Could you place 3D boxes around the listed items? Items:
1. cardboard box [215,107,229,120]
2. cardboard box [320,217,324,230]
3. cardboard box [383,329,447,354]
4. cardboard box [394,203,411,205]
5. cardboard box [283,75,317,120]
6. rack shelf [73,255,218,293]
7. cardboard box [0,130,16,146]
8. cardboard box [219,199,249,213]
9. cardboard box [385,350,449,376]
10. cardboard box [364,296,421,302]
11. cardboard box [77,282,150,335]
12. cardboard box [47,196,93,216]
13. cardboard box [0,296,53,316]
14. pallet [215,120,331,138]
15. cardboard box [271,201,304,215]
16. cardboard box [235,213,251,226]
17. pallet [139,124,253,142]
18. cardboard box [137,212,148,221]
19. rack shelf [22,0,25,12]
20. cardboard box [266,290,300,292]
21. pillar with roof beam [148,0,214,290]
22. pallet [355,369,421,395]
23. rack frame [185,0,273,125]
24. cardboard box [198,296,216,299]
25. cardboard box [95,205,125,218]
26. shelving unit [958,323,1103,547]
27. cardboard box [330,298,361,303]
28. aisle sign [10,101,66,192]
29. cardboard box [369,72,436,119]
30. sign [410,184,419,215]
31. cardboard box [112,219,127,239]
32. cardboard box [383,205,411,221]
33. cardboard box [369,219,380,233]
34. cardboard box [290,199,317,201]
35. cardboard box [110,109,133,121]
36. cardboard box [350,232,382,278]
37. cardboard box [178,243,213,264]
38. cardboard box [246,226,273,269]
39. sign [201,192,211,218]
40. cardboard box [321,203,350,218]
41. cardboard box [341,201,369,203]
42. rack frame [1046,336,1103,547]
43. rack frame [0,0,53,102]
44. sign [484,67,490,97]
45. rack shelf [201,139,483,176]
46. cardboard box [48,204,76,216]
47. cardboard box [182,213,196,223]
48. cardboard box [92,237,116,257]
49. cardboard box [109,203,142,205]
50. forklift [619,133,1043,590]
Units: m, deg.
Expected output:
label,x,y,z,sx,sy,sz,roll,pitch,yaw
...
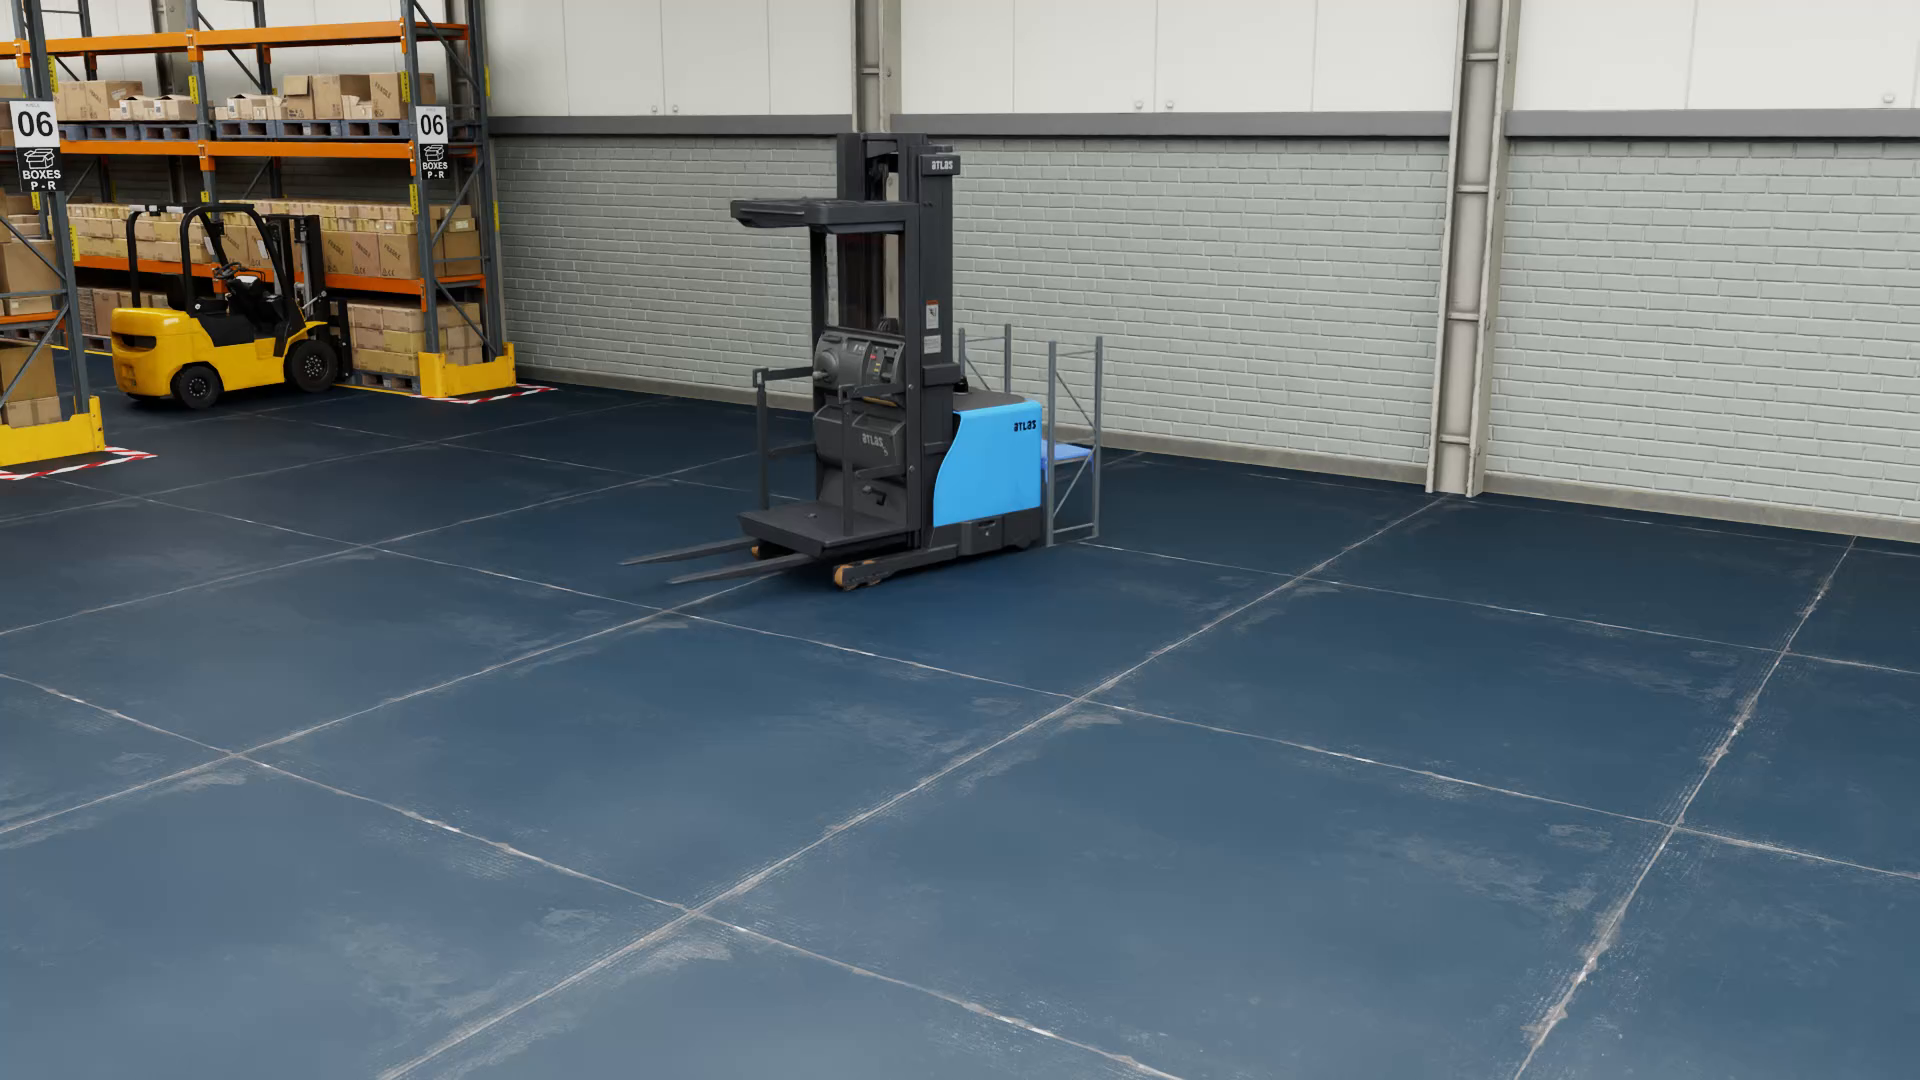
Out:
label,x,y,z,sx,sy,sz,roll,pitch,yaw
cardboard box,-8.844,-5.203,20.299,0.250,0.149,0.380,10,17,34
cardboard box,-7.406,-3.774,19.768,0.250,0.149,0.380,9,17,32
cardboard box,-6.306,-2.316,19.244,0.500,0.250,0.500,9,16,32
cardboard box,-6.509,-3.907,19.688,0.250,0.149,0.380,9,17,33
cardboard box,-7.489,-5.214,19.604,0.637,0.503,0.797,10,17,35
rack shelf,-10.706,-3.657,22.350,4.000,0.370,1.077,9,17,33
cardboard box,-8.588,-3.654,15.124,0.250,0.149,0.380,9,17,33
cardboard box,-8.947,-4.144,20.642,0.250,0.149,0.380,10,17,34
cardboard box,-6.293,-2.070,19.293,0.500,0.250,0.500,9,17,33
cardboard box,-6.846,-2.793,20.133,0.500,0.250,0.500,9,17,32
cardboard box,-11.856,-3.239,23.233,0.625,0.625,0.875,10,17,35
cardboard box,-12.705,-4.627,23.689,0.500,0.500,0.500,10,17,35
cardboard box,-8.661,-2.176,15.394,0.250,0.149,0.380,9,17,33
pallet,-8.324,-5.041,20.389,1.213,0.211,1.003,9,17,33
cardboard box,-8.077,-4.010,20.101,0.250,0.149,0.380,9,16,32
cardboard box,-8.713,-3.971,20.566,0.250,0.149,0.380,10,17,34
pallet,-9.785,-5.217,21.310,1.217,0.209,0.805,8,16,31
cardboard box,-10.531,-4.268,21.764,0.250,0.149,0.380,9,17,33
rack shelf,-10.154,-5.041,15.462,4.000,0.370,1.077,9,17,33
cardboard box,-8.530,-3.065,21.229,0.500,0.250,0.500,10,17,34
pillar with roof beam,-13.183,-6.333,19.178,0.400,9.000,9.100,9,17,33
pallet,-6.385,-1.942,19.728,1.213,0.211,1.003,9,17,33
rack frame,-9.046,-6.650,20.459,0.127,3.000,1.000,9,17,33
cardboard box,-9.486,-2.857,21.688,0.625,0.625,0.875,10,17,35
cardboard box,-11.366,-4.411,22.341,0.250,0.149,0.380,9,17,33
shelving unit,0.511,-0.810,12.472,0.538,1.500,1.048,-11,18,-38
cardboard box,-7.551,-2.758,19.989,0.500,0.250,0.500,9,16,32
aisle sign,-8.270,-3.526,14.916,0.004,0.787,0.394,9,17,33
cardboard box,-6.231,-4.969,18.621,0.500,0.500,0.500,10,17,35
sign,-6.042,-3.772,18.416,0.005,0.325,0.100,9,17,33
cardboard box,-10.857,-4.131,22.041,0.500,0.250,0.500,9,17,34
cardboard box,-6.364,-3.742,19.020,0.250,0.149,0.380,9,17,33
cardboard box,-6.581,-3.631,19.189,0.250,0.149,0.380,10,17,34
cardboard box,-8.201,-4.188,20.822,0.250,0.149,0.380,9,17,32
cardboard box,-10.768,-5.514,21.556,0.250,0.149,0.380,9,16,32
cardboard box,-6.708,-3.335,19.344,0.500,0.500,0.500,10,17,35
cardboard box,-9.611,-3.680,21.260,0.500,0.250,0.500,10,17,34
cardboard box,-8.382,-3.608,20.448,0.500,0.500,0.500,10,17,34
sign,-9.341,-4.152,20.608,0.005,0.325,0.100,9,17,33
cardboard box,-7.257,-3.866,19.522,0.250,0.149,0.380,10,17,34
cardboard box,-7.376,-4.045,20.242,0.250,0.149,0.380,10,17,34
rack frame,0.831,-0.715,12.089,0.500,1.500,0.032,-11,18,-38
rack frame,-8.494,-5.123,14.292,0.127,3.000,1.000,9,17,33
sign,-5.413,-5.230,18.981,0.005,0.325,0.100,9,17,33
rack shelf,-7.387,-4.576,19.822,4.000,0.370,1.077,9,17,33
cardboard box,-12.265,-4.536,22.847,0.250,0.149,0.380,10,17,34
cardboard box,-9.678,-4.134,21.221,0.250,0.149,0.380,9,16,32
cardboard box,-11.288,-3.957,22.378,0.500,0.250,0.500,9,16,31
cardboard box,-11.522,-4.575,23.002,0.250,0.149,0.380,9,17,33
forklift,-0.850,-1.234,11.210,3.031,2.935,1.130,-11,18,-39
